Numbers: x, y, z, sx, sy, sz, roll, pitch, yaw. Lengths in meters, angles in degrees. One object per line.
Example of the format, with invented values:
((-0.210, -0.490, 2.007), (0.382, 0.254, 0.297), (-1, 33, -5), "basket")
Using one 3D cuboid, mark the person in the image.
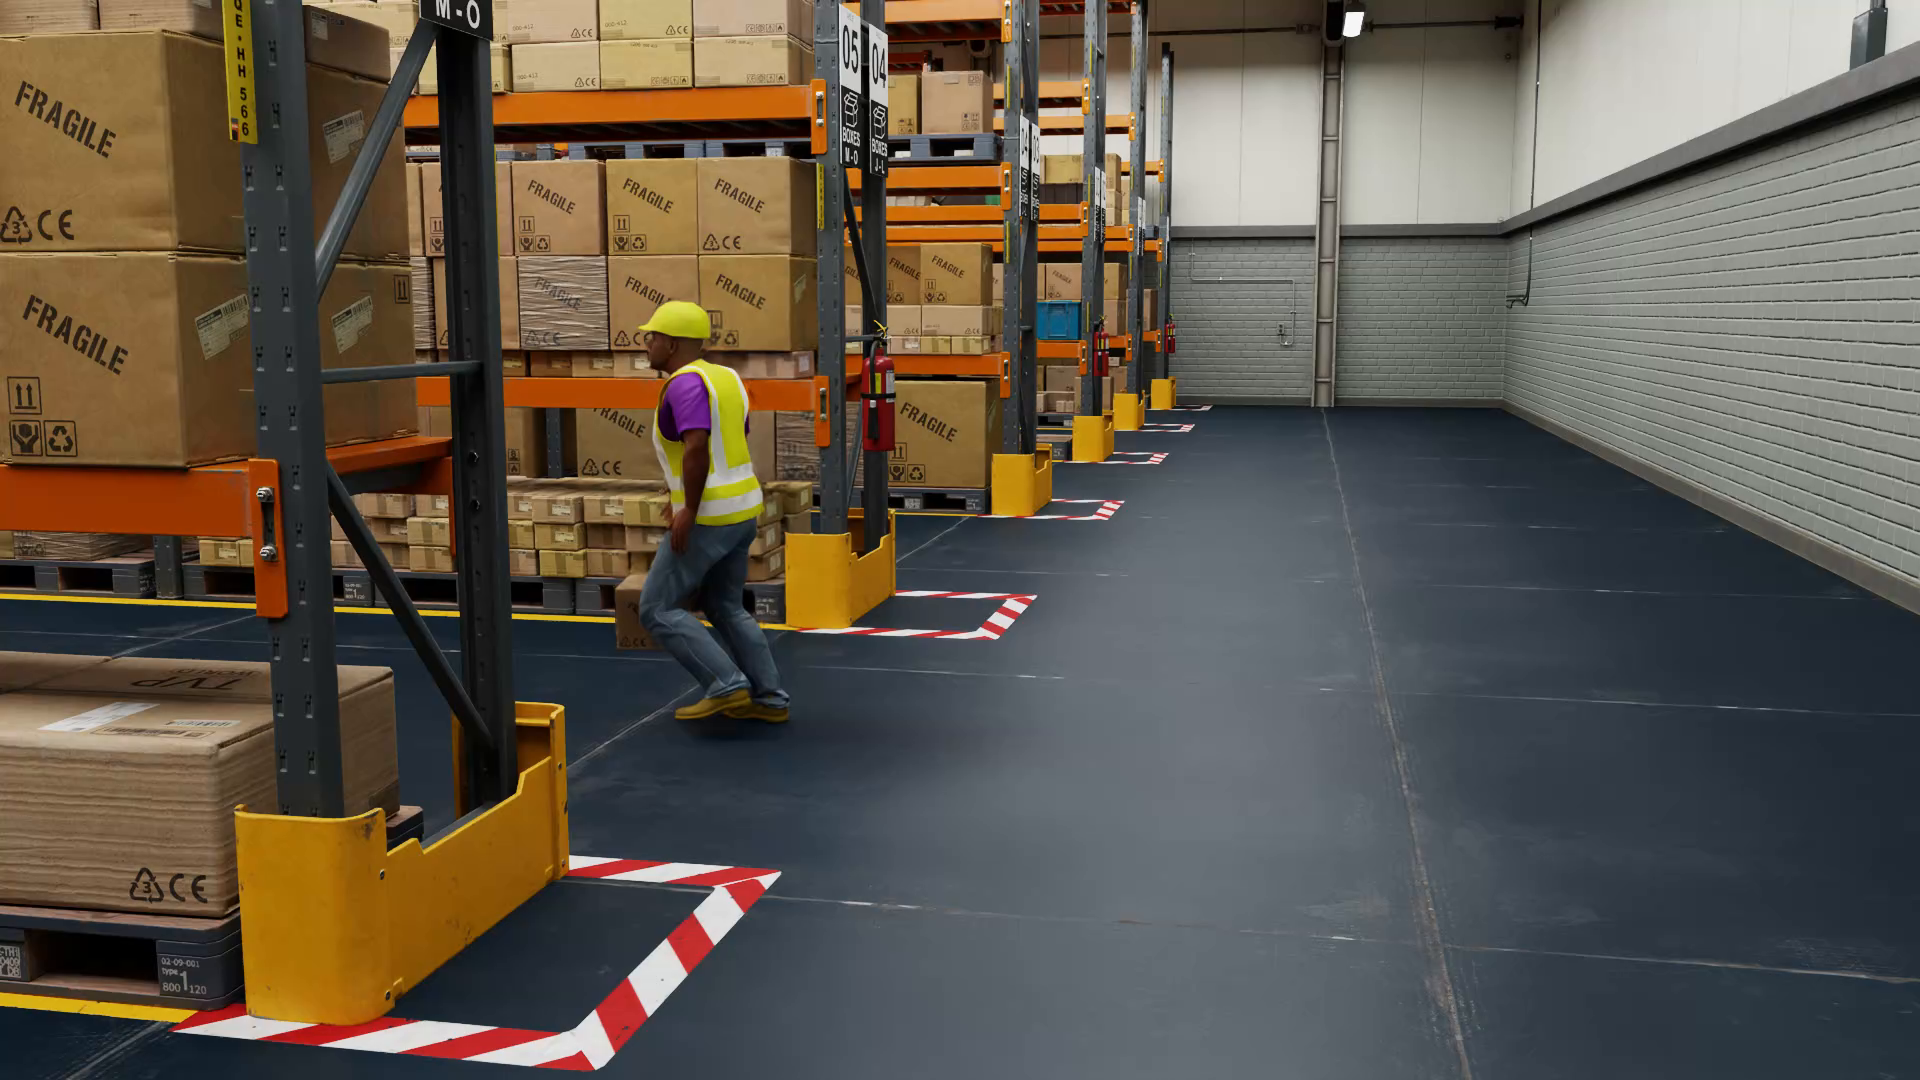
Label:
((-1.010, -0.092, 6.631), (0.599, 1.703, 0.701), (2, 8, 15), "person")
